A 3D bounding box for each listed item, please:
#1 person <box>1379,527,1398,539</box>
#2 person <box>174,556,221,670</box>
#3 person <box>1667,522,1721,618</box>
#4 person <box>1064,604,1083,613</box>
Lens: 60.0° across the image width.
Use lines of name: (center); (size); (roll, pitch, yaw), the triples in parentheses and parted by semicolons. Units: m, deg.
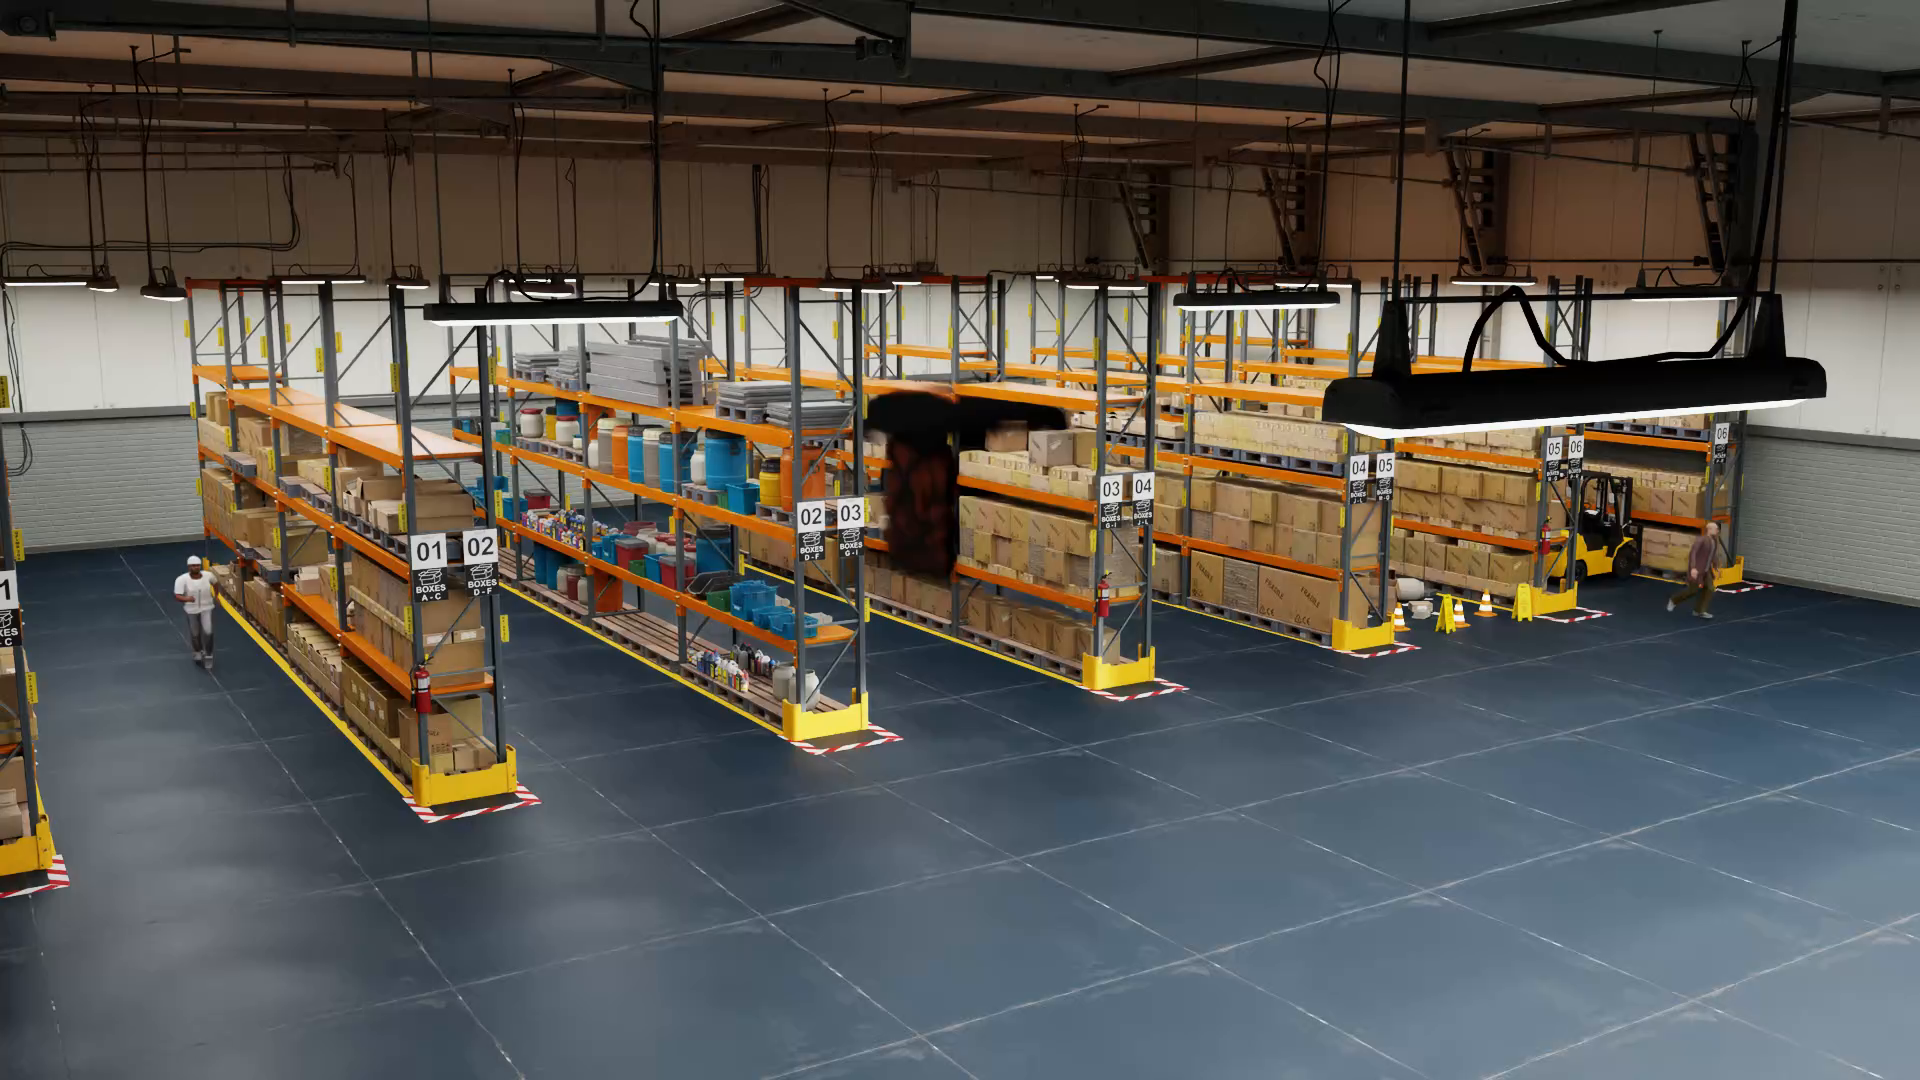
person: (9.405, -0.493, 35.958); (0.670, 1.689, 0.783); (-8, 13, -41)
person: (-11.897, 1.135, 25.992); (0.652, 1.812, 0.833); (-5, 11, -25)
person: (13.200, 0.507, 29.849); (0.749, 1.719, 0.789); (-7, 12, -37)
person: (2.173, 0.458, 29.297); (0.611, 1.613, 0.517); (-9, 13, -43)
